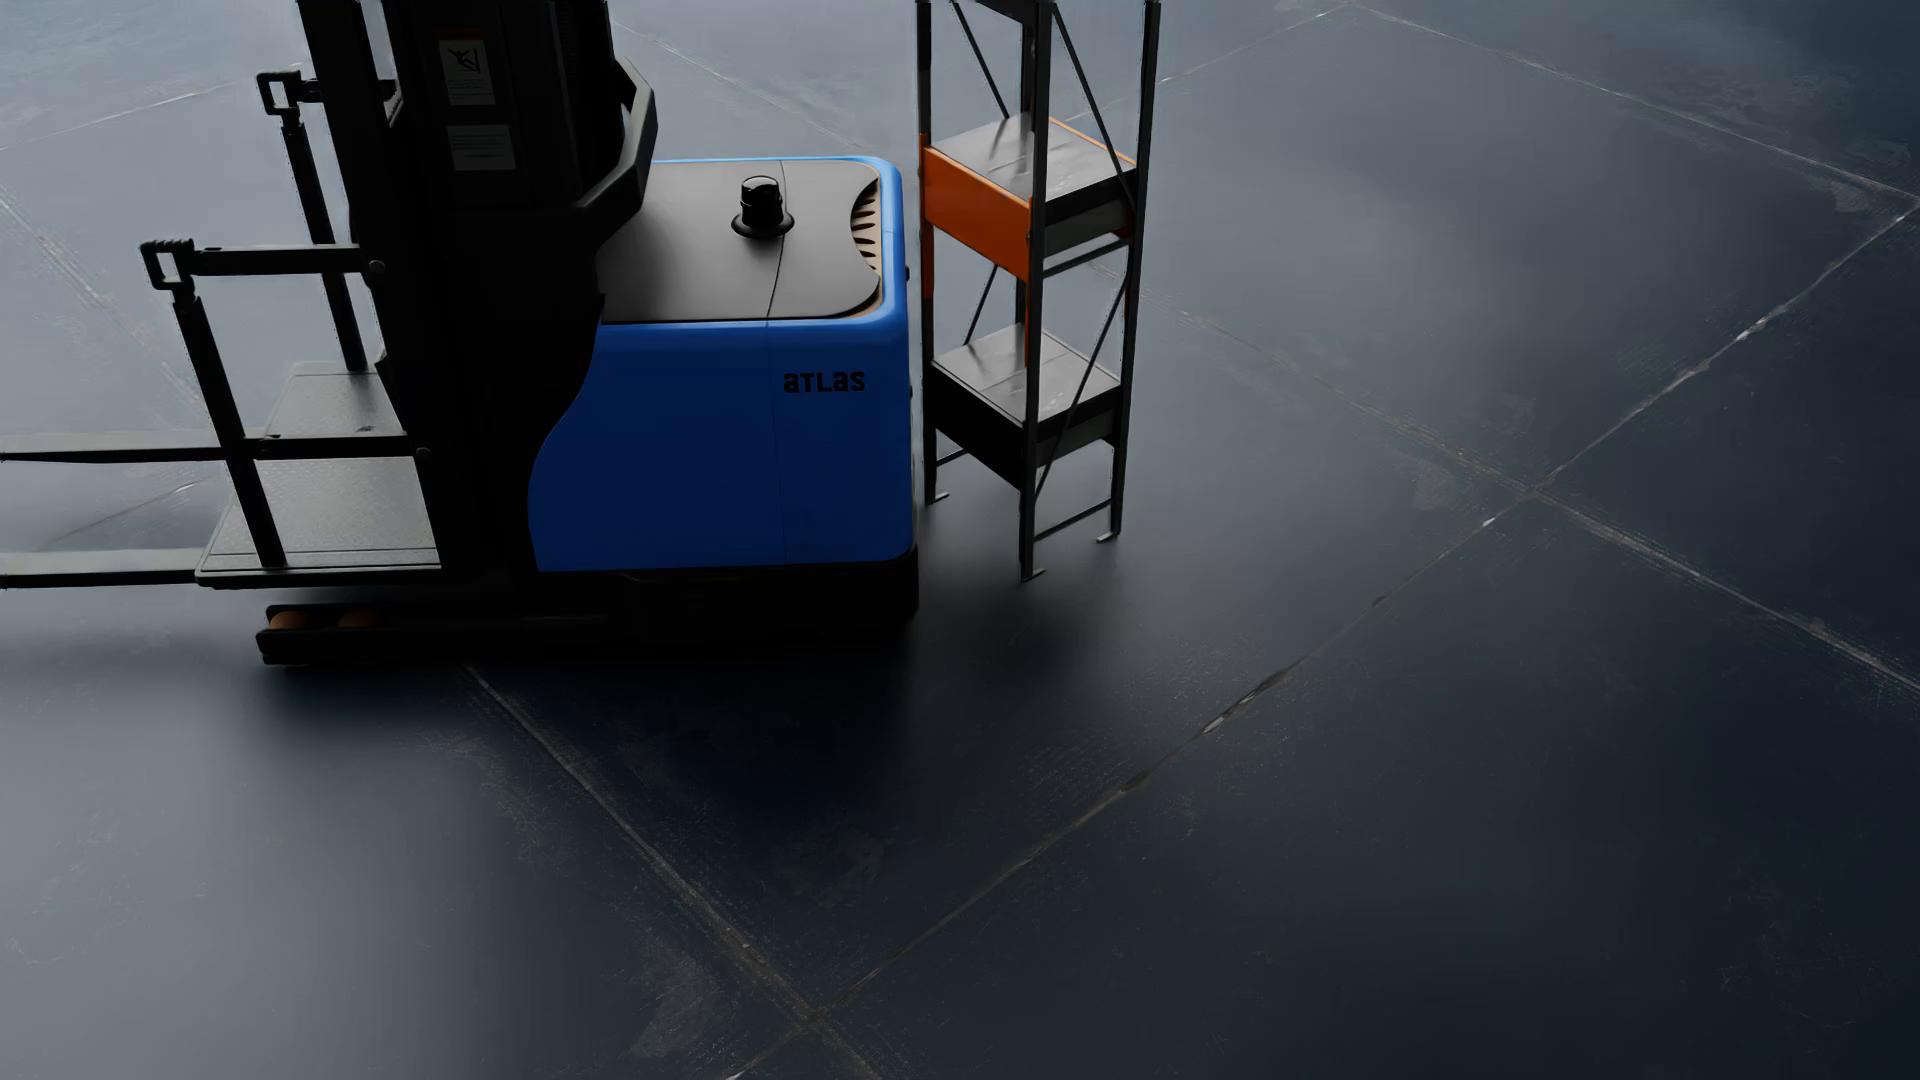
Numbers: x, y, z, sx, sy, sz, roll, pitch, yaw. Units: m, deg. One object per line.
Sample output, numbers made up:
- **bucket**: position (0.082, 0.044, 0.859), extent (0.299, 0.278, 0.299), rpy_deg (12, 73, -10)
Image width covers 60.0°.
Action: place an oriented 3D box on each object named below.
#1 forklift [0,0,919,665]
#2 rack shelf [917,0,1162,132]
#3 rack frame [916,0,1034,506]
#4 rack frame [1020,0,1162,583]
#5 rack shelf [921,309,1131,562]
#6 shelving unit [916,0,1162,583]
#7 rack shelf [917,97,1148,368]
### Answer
- **forklift**: position (-1.655, -1.115, 4.298), extent (3.031, 2.935, 1.130), rpy_deg (-2, 39, -2)
- **rack shelf**: position (0.197, -1.420, 4.245), extent (0.431, 0.518, 0.480), rpy_deg (-26, 46, -29)
- **rack frame**: position (0.047, -1.007, 4.826), extent (0.400, 2.100, 0.015), rpy_deg (-26, 46, -29)
- **rack frame**: position (0.347, -0.766, 4.527), extent (0.400, 2.100, 0.015), rpy_deg (-26, 46, -29)
- **rack shelf**: position (0.197, -0.331, 5.125), extent (0.431, 0.518, 0.480), rpy_deg (-26, 46, -29)
- **shelving unit**: position (0.197, -0.886, 4.676), extent (0.431, 2.100, 0.503), rpy_deg (-26, 46, -29)
- **rack shelf**: position (0.197, -0.876, 4.685), extent (0.431, 0.518, 0.480), rpy_deg (-26, 46, -29)
